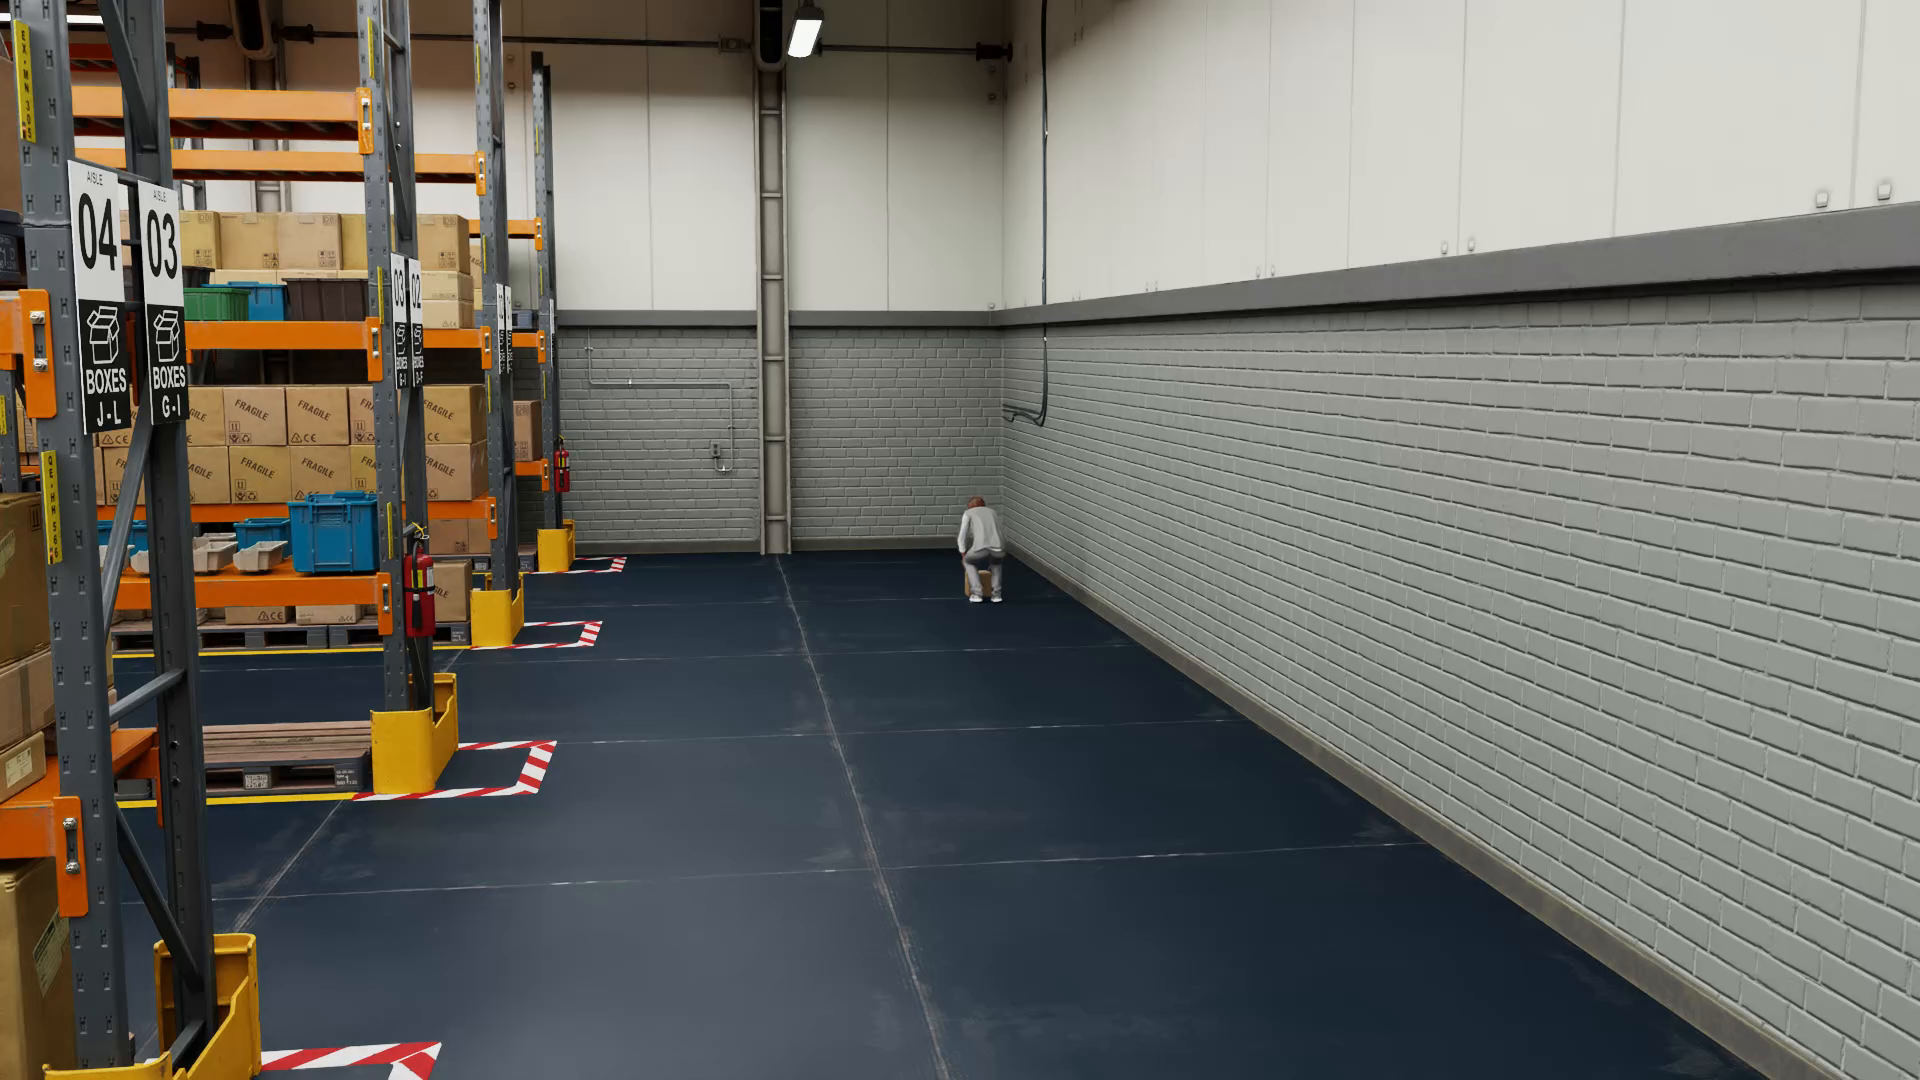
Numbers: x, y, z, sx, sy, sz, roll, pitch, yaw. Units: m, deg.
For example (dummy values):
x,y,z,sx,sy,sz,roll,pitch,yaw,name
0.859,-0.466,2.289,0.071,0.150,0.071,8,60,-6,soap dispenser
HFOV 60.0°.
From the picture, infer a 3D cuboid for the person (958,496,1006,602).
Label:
x,y,z,sx,sy,sz,roll,pitch,yaw,name
0.231,0.105,17.383,0.461,1.075,0.754,-1,7,-9,person
